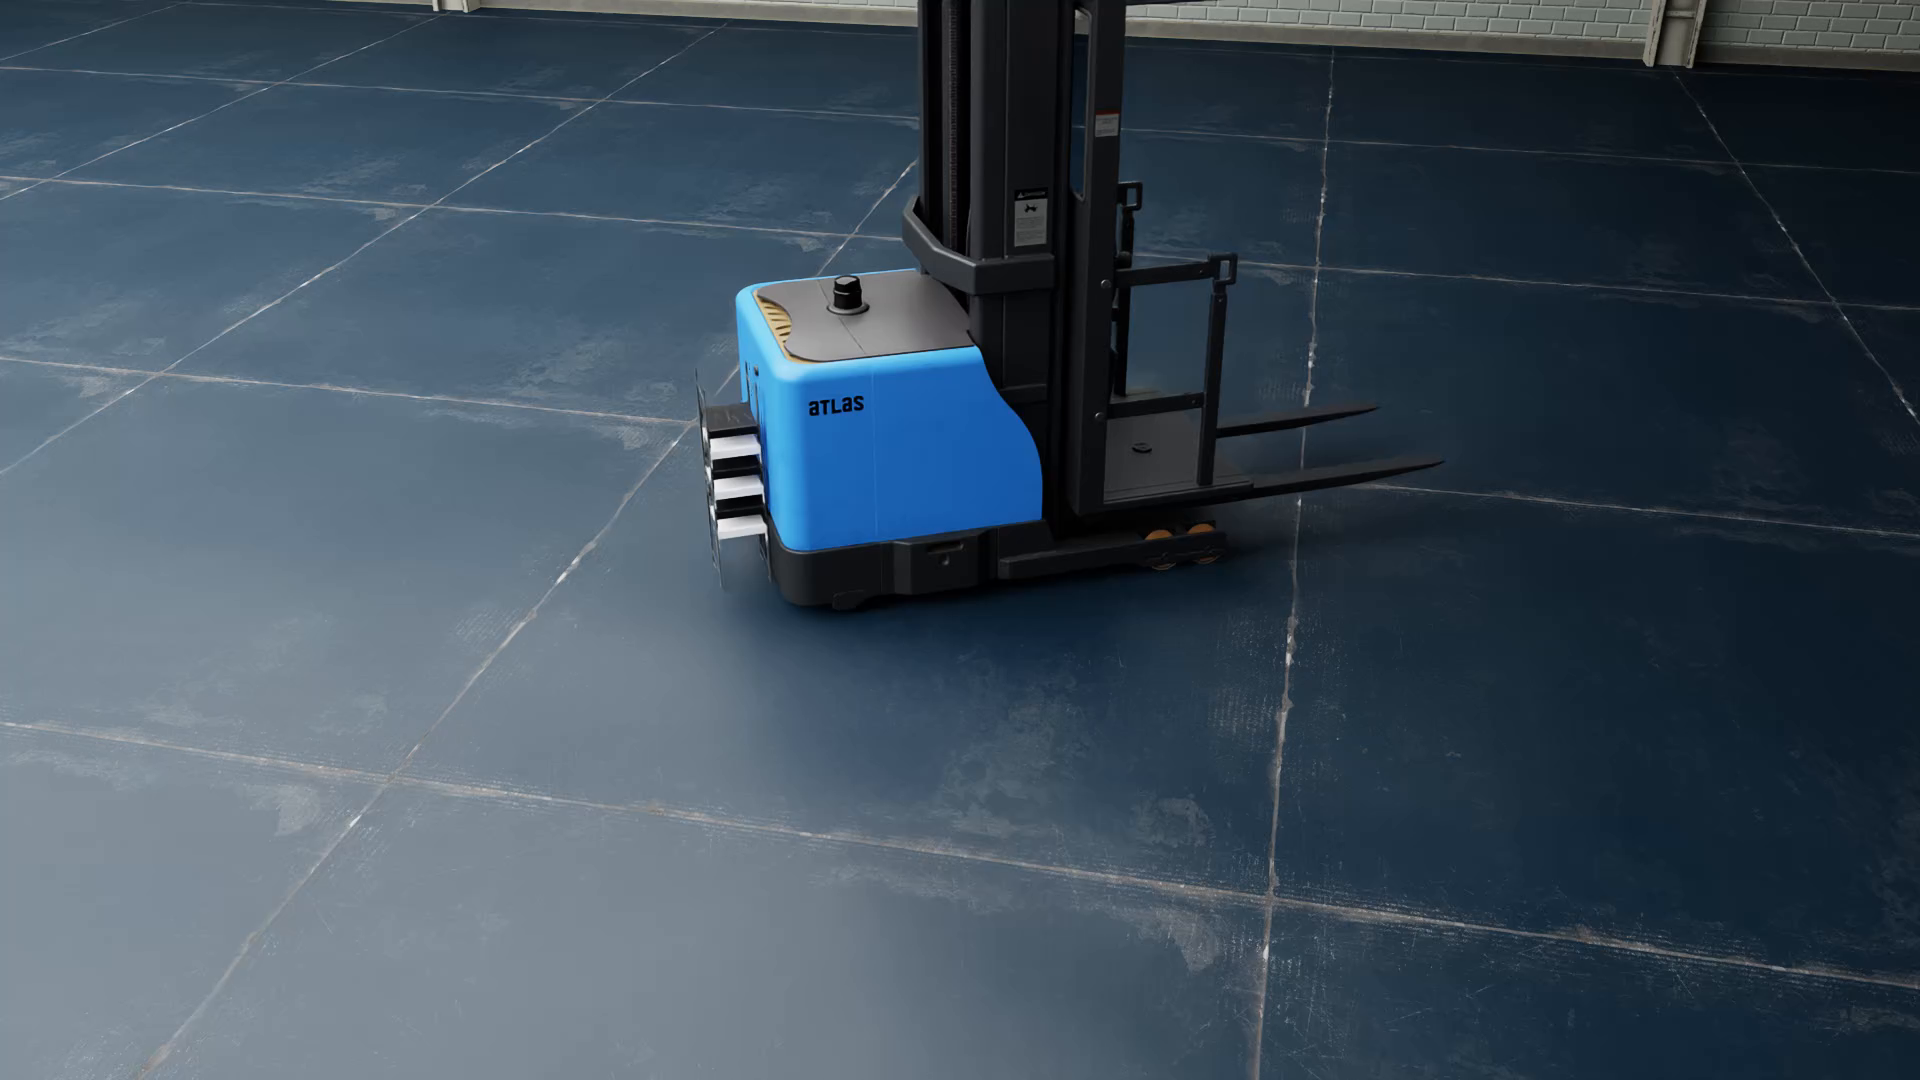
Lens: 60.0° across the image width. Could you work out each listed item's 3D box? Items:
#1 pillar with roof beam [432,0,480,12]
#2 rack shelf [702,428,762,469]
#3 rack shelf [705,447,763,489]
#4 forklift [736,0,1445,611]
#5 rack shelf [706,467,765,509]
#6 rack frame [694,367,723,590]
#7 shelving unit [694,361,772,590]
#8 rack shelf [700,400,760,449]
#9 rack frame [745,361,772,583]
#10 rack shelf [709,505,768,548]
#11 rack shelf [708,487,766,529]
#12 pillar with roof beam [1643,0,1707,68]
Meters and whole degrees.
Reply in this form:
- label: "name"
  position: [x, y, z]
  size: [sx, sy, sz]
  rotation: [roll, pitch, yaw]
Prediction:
- label: "pillar with roof beam"
  position: [-6.160, -7.491, 11.562]
  size: [0.400, 9.000, 9.100]
  rotation: [6, 29, 11]
- label: "rack shelf"
  position: [-0.924, -0.386, 6.710]
  size: [0.200, 0.077, 0.258]
  rotation: [-9, 30, -14]
- label: "rack shelf"
  position: [-0.923, -0.307, 6.754]
  size: [0.200, 0.077, 0.258]
  rotation: [-9, 30, -14]
- label: "forklift"
  position: [0.624, -1.393, 6.742]
  size: [3.031, 2.935, 1.130]
  rotation: [-8, 30, -14]
- label: "rack shelf"
  position: [-0.922, -0.229, 6.797]
  size: [0.200, 0.077, 0.258]
  rotation: [-9, 30, -14]
- label: "rack frame"
  position: [-1.020, -0.243, 6.757]
  size: [0.006, 0.900, 0.240]
  rotation: [-9, 30, -14]
- label: "shelving unit"
  position: [-0.922, -0.258, 6.781]
  size: [0.210, 0.900, 0.258]
  rotation: [-9, 30, -14]
- label: "rack shelf"
  position: [-0.925, -0.465, 6.667]
  size: [0.200, 0.077, 0.258]
  rotation: [-9, 30, -14]
- label: "rack frame"
  position: [-0.825, -0.272, 6.806]
  size: [0.006, 0.900, 0.240]
  rotation: [-9, 30, -14]
- label: "rack shelf"
  position: [-0.920, -0.071, 6.884]
  size: [0.200, 0.077, 0.258]
  rotation: [-9, 30, -14]
- label: "rack shelf"
  position: [-0.921, -0.150, 6.841]
  size: [0.200, 0.077, 0.258]
  rotation: [-9, 30, -14]
- label: "pillar with roof beam"
  position: [5.575, -6.287, 9.364]
  size: [0.400, 9.000, 9.100]
  rotation: [6, 29, 11]
